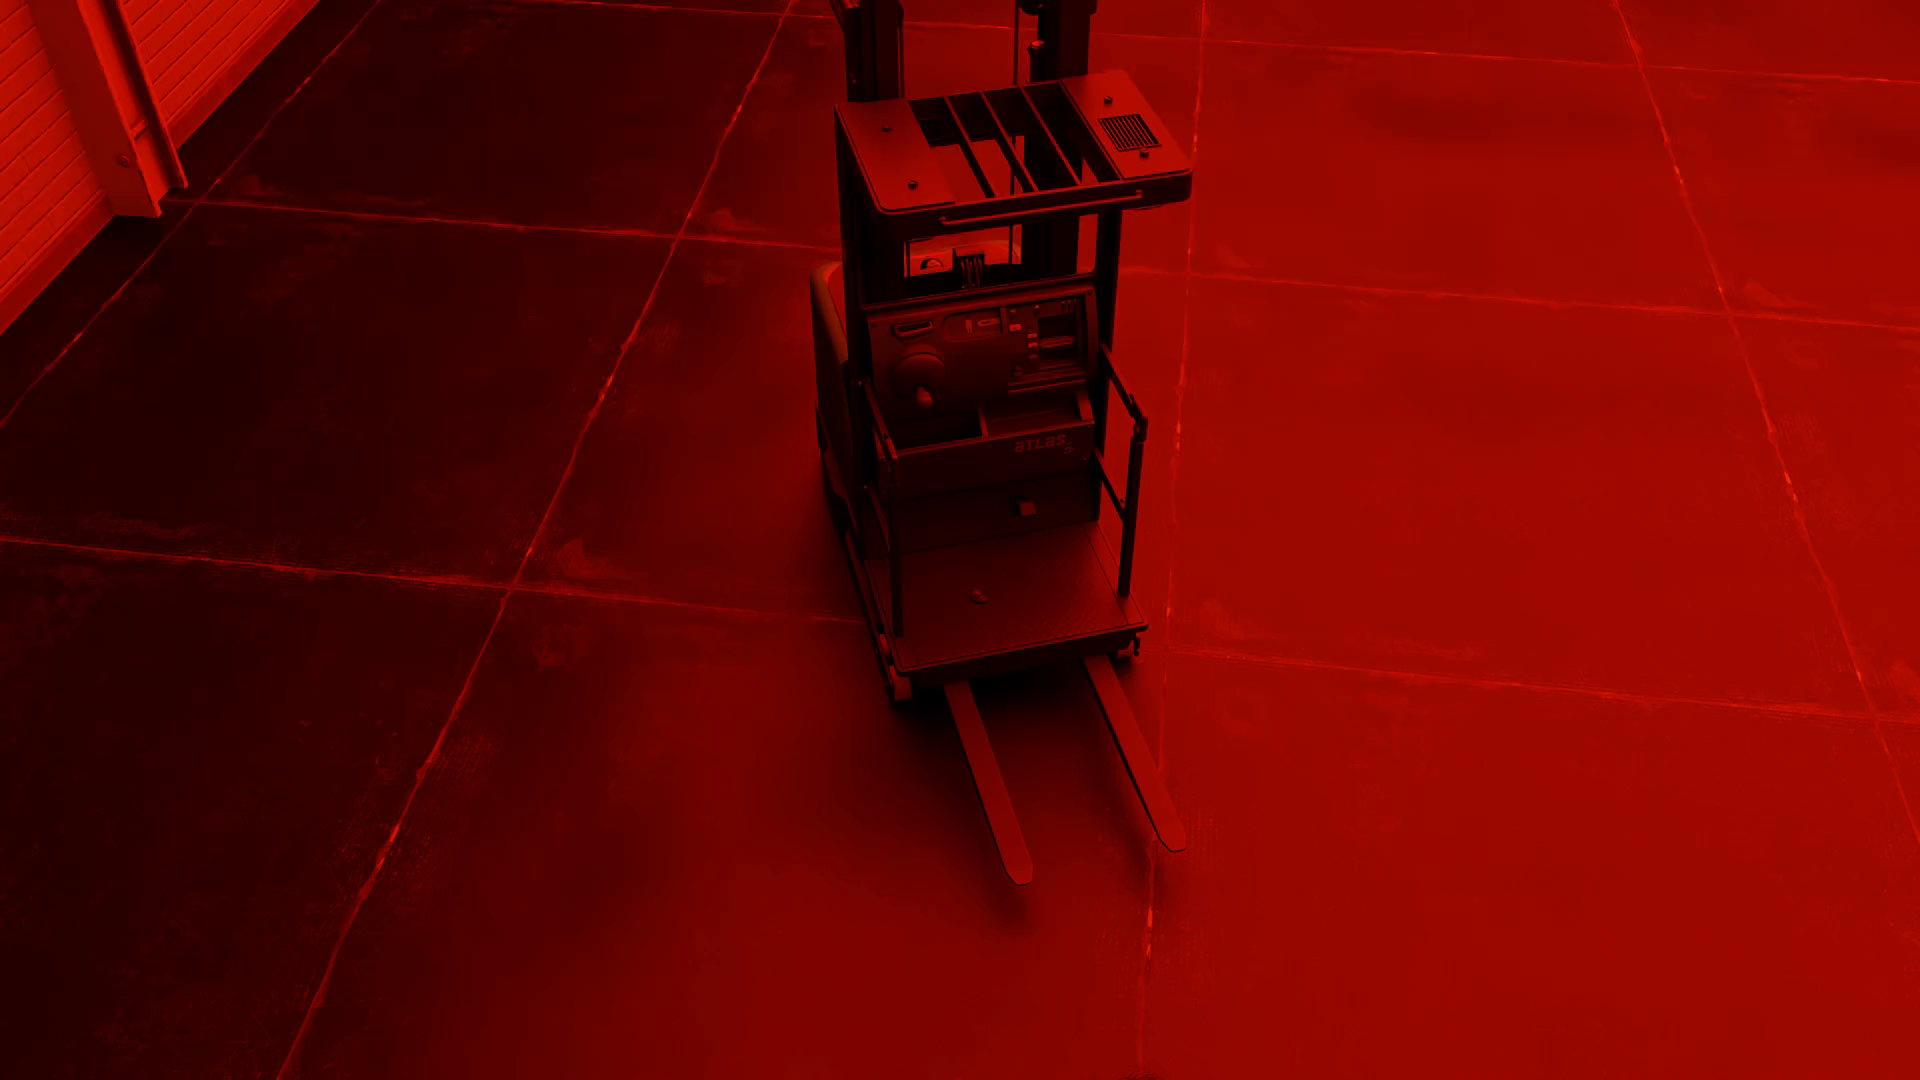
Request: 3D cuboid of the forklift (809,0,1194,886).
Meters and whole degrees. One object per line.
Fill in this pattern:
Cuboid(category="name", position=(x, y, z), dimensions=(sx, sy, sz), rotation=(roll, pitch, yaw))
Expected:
Cuboid(category="forklift", position=(0.153, -0.681, 6.465), dimensions=(1.130, 2.935, 3.031), rotation=(-10, 44, -11))
